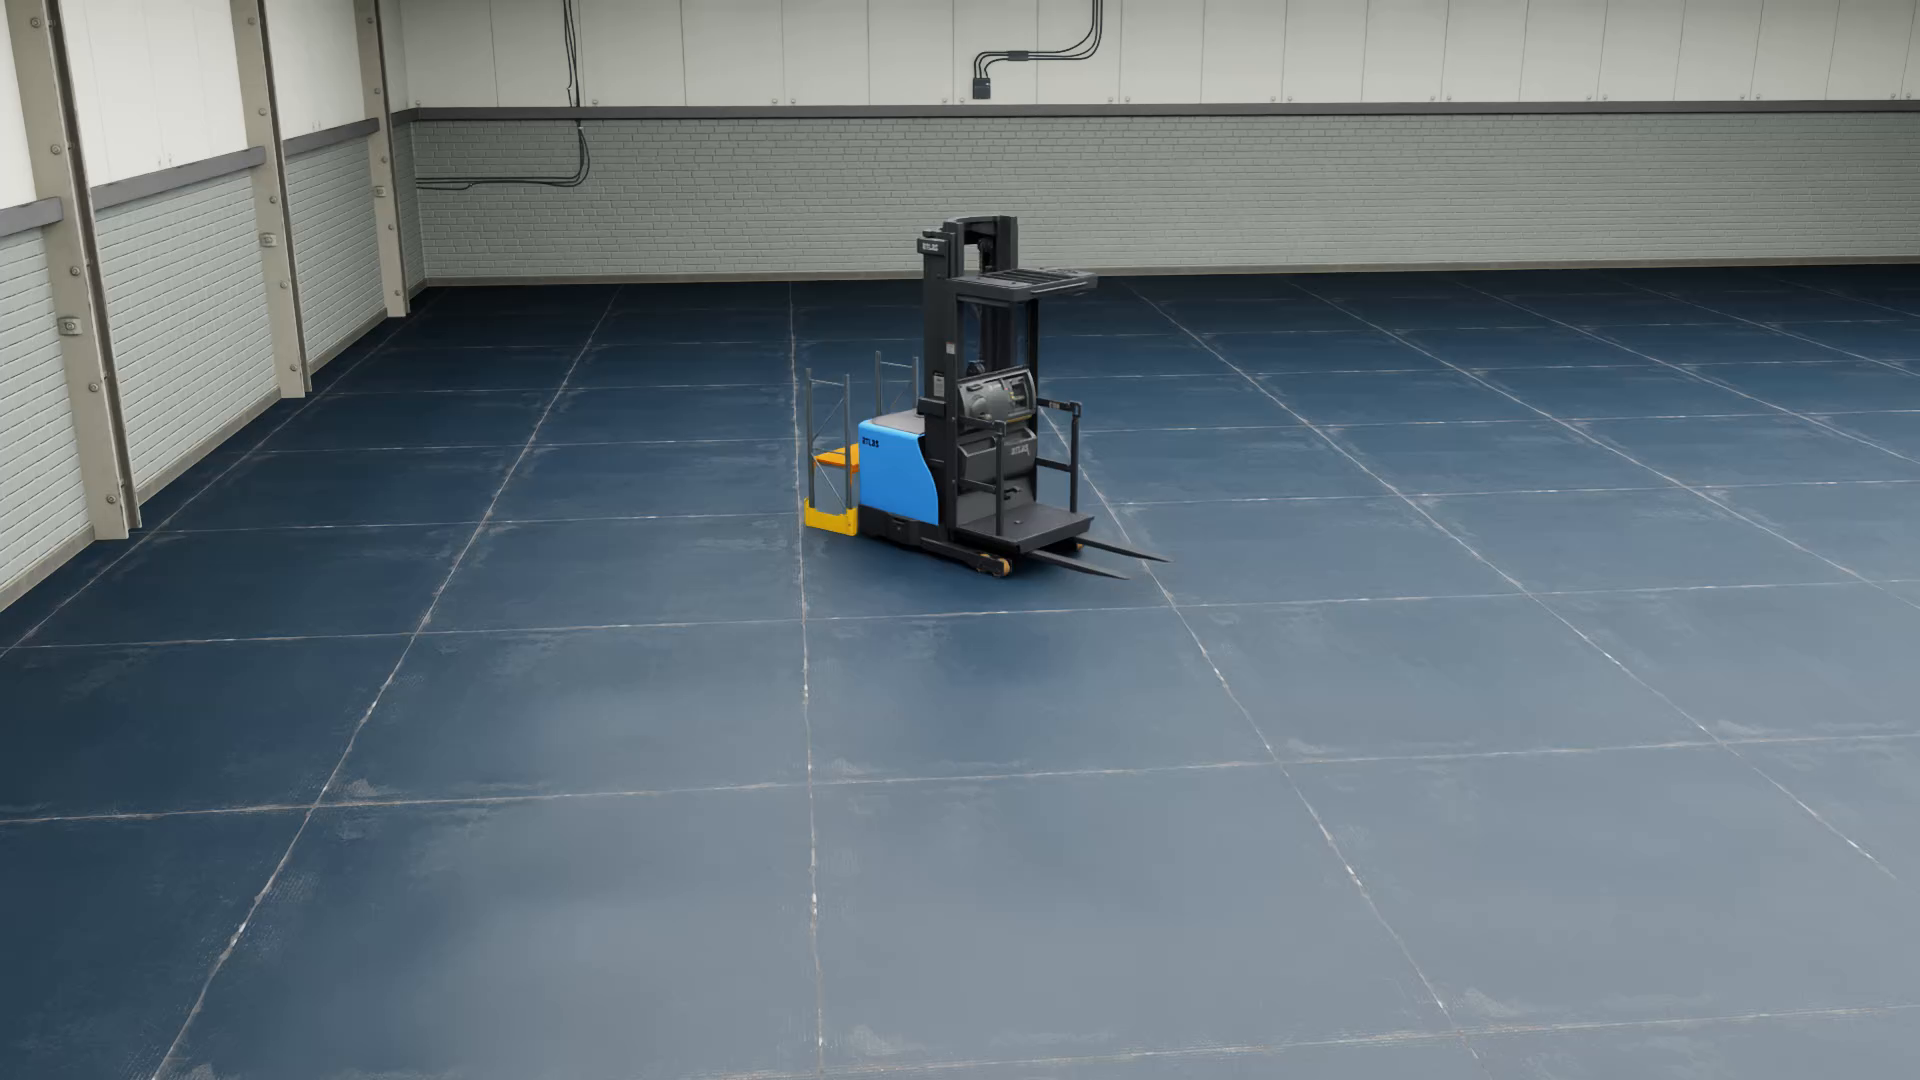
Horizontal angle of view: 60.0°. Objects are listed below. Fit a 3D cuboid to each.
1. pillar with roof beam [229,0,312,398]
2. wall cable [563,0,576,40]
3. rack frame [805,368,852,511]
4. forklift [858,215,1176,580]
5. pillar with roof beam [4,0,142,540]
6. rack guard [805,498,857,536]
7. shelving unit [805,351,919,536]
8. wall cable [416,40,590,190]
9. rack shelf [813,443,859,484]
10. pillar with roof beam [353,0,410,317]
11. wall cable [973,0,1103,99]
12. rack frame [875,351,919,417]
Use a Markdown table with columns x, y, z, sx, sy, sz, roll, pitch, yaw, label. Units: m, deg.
| x | y | z | sx | sy | sz | roll | pitch | yaw | label |
| --- | --- | --- | --- | --- | --- | --- | --- | --- | --- |
| -4.172 | -6.280 | 20.229 | 9.100 | 9.000 | 0.400 | -2 | 18 | -6 | pillar with roof beam |
| -5.371 | -9.865 | 28.400 | 3.097 | 2.526 | 0.112 | -2 | 18 | -6 | wall cable |
| -1.210 | -0.815 | 15.341 | 0.500 | 1.500 | 0.032 | 12 | 21 | 35 | rack frame |
| 0.480 | -1.252 | 14.344 | 3.031 | 2.935 | 1.130 | 16 | 23 | 41 | forklift |
| -3.553 | -4.492 | 14.535 | 9.100 | 9.000 | 0.400 | -2 | 18 | -6 | pillar with roof beam |
| -1.209 | -0.219 | 15.529 | 0.587 | 0.250 | 0.087 | 12 | 21 | 35 | rack guard |
| -0.913 | -0.935 | 15.724 | 0.587 | 1.500 | 1.083 | 12 | 21 | 35 | shelving unit |
| -8.062 | -7.371 | 28.890 | 3.097 | 2.526 | 0.112 | -2 | 18 | -6 | wall cable |
| -0.908 | -0.766 | 15.785 | 0.538 | 0.185 | 1.000 | 12 | 21 | 35 | rack shelf |
| -4.791 | -8.067 | 25.923 | 9.100 | 9.000 | 0.400 | -2 | 18 | -6 | pillar with roof beam |
| 1.383 | -10.764 | 28.835 | 2.305 | 6.003 | 0.169 | -2 | 18 | -6 | wall cable |
| -0.606 | -1.060 | 16.122 | 0.500 | 1.500 | 0.032 | 12 | 21 | 35 | rack frame |
